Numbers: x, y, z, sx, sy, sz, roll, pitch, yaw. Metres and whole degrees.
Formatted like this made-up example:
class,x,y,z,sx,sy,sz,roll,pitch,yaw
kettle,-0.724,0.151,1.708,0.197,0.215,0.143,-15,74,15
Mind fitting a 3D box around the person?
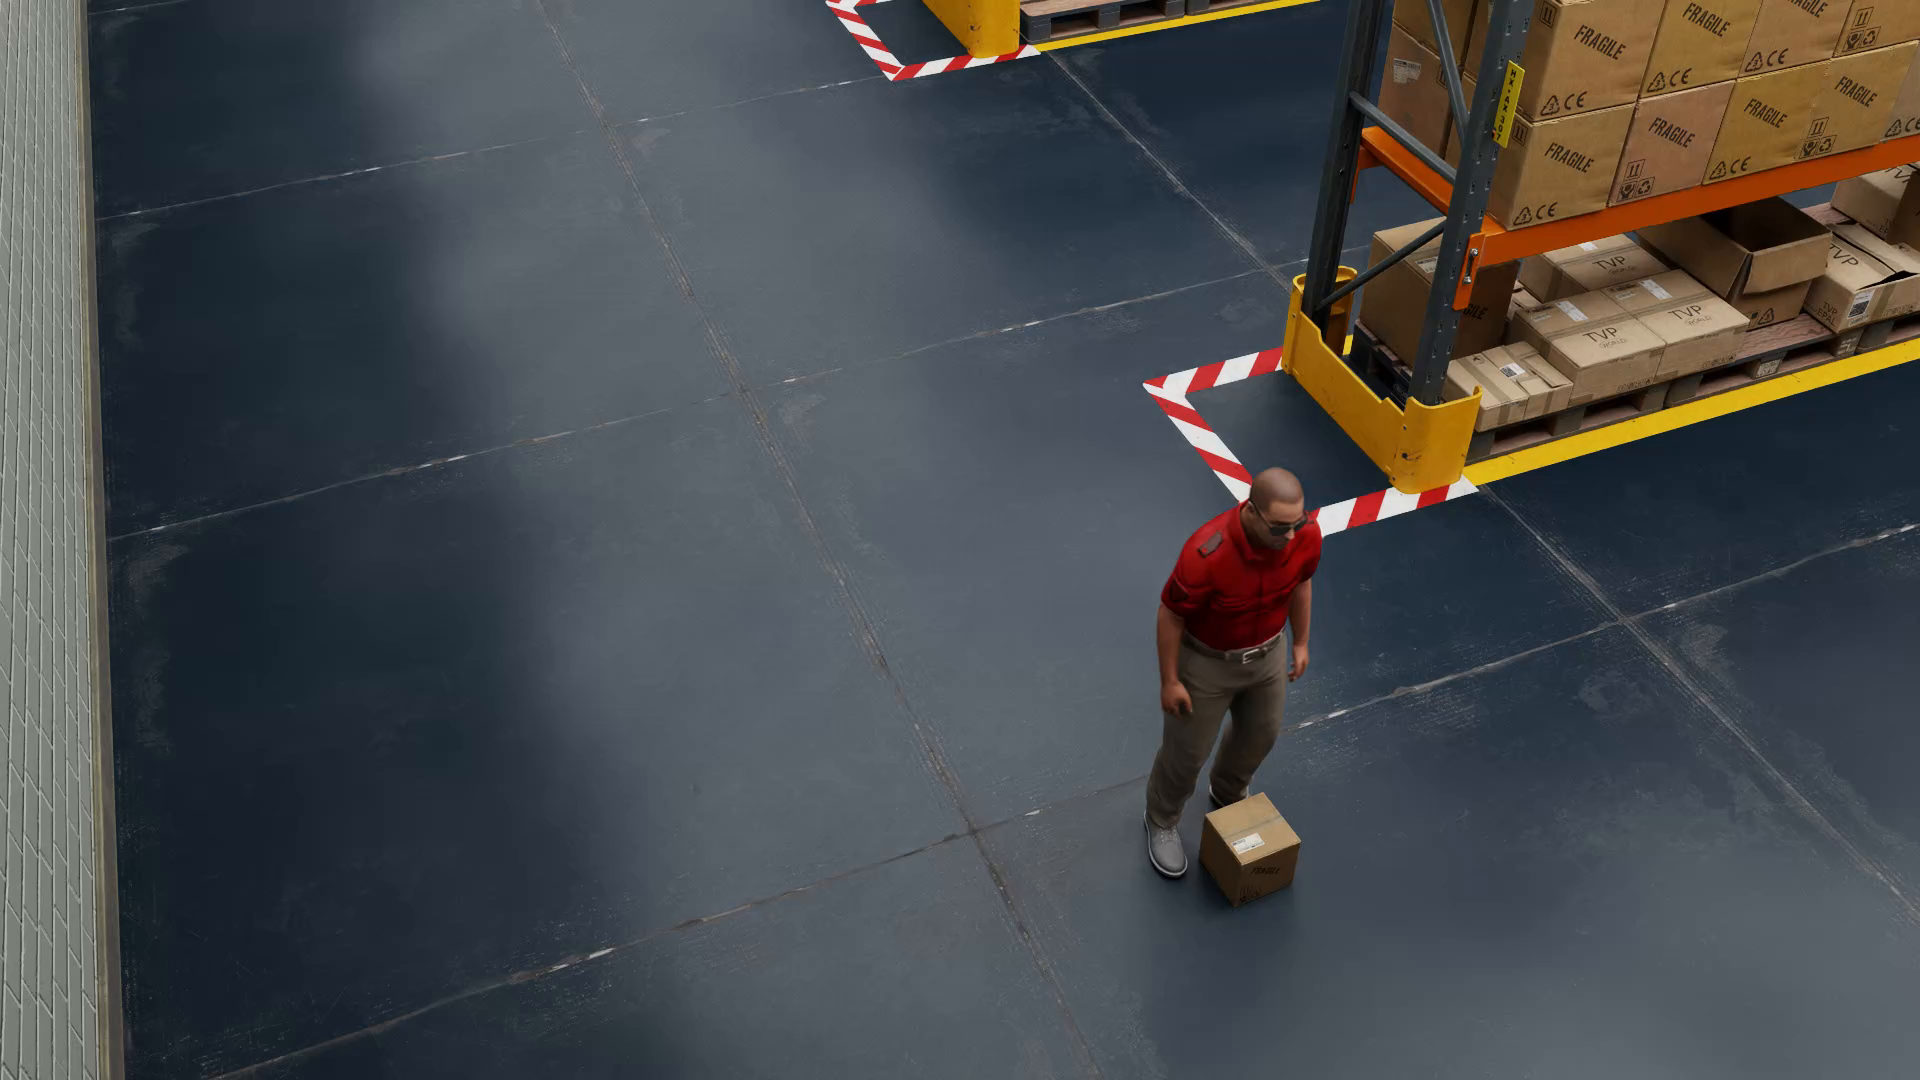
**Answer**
class,x,y,z,sx,sy,sz,roll,pitch,yaw
person,0.937,0.415,5.700,0.587,1.726,0.389,-16,44,-17
